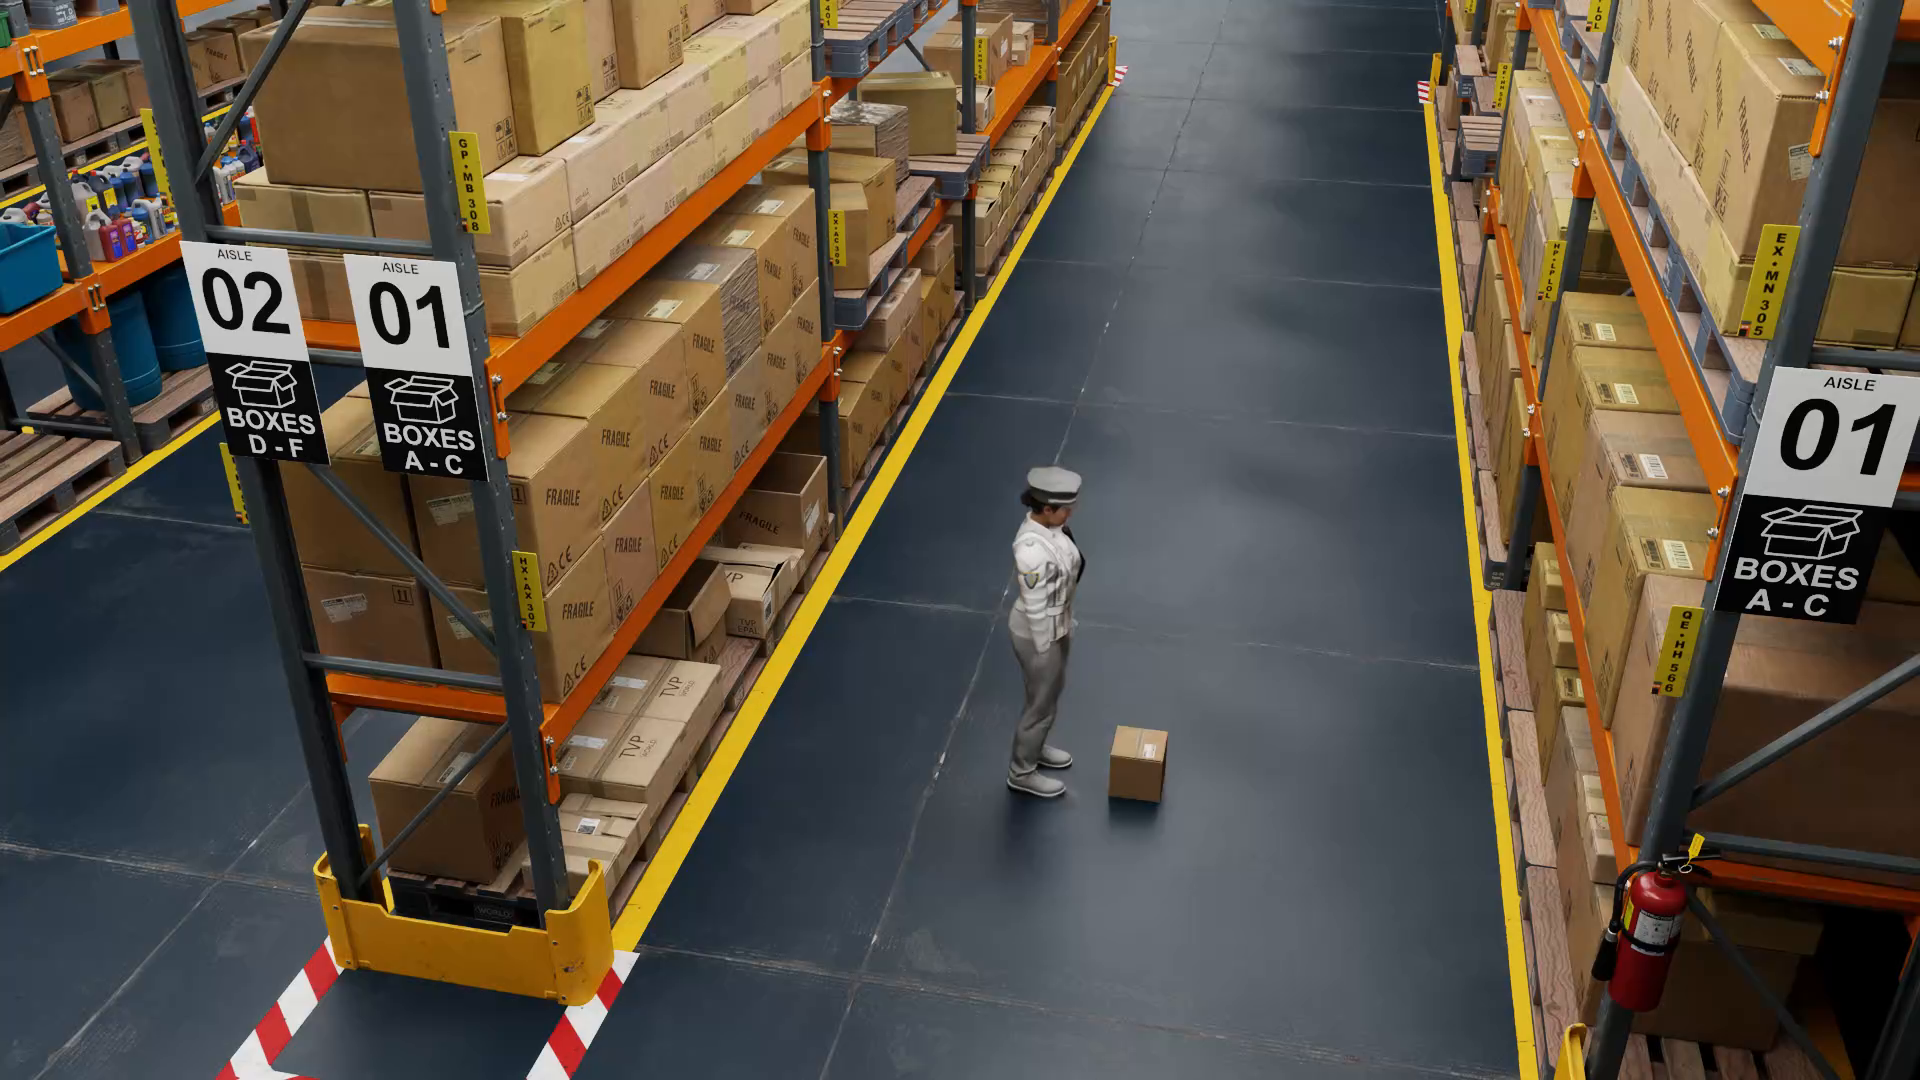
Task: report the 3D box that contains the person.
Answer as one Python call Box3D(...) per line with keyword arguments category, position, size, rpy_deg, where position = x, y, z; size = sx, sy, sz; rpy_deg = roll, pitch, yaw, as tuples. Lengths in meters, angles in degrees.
Box3D(category="person", position=(0.400, 0.425, 7.854), size=(0.327, 1.662, 0.473), rpy_deg=(7, 30, 12))
